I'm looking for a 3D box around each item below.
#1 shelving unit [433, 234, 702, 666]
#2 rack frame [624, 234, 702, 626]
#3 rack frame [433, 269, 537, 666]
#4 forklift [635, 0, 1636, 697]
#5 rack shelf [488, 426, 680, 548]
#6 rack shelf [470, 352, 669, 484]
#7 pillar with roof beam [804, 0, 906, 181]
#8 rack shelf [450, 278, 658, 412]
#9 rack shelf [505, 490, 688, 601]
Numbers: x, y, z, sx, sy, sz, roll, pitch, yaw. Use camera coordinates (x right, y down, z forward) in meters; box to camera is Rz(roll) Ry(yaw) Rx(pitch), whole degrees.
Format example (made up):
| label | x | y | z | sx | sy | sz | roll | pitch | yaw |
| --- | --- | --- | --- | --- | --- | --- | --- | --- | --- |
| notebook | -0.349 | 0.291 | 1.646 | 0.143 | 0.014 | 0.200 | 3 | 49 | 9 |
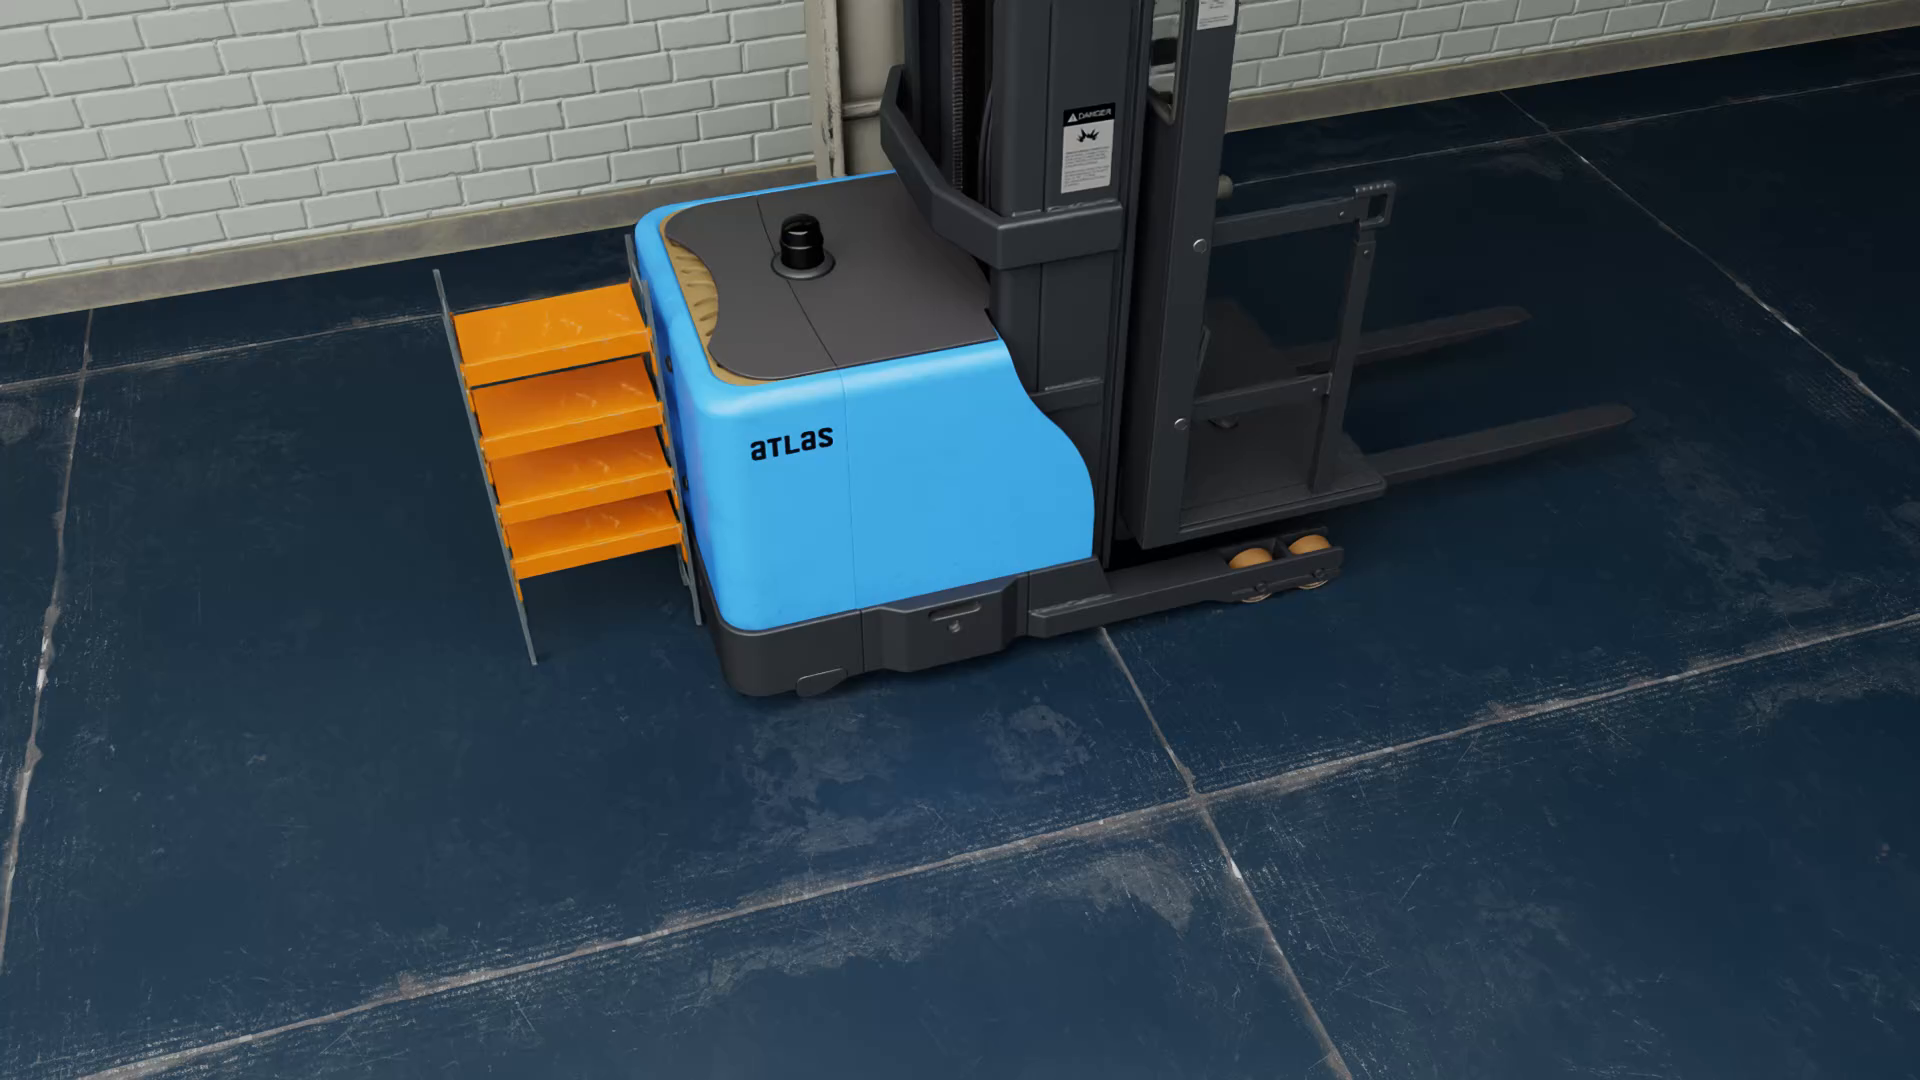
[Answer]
| label | x | y | z | sx | sy | sz | roll | pitch | yaw |
| --- | --- | --- | --- | --- | --- | --- | --- | --- | --- |
| shelving unit | -1.051 | -0.215 | 4.580 | 0.503 | 1.200 | 0.258 | -13 | 43 | -14 |
| rack frame | -0.821 | -0.270 | 4.638 | 0.015 | 1.200 | 0.240 | -13 | 43 | -14 |
| rack frame | -1.281 | -0.160 | 4.521 | 0.015 | 1.200 | 0.240 | -13 | 43 | -14 |
| forklift | 0.645 | -1.234 | 4.434 | 3.031 | 2.935 | 1.130 | -12 | 43 | -14 |
| rack shelf | -1.050 | -0.165 | 4.624 | 0.480 | 0.148 | 0.258 | -13 | 43 | -14 |
| rack shelf | -1.053 | -0.333 | 4.477 | 0.480 | 0.148 | 0.258 | -13 | 43 | -14 |
| pillar with roof beam | 0.931 | -2.075 | 0.786 | 0.400 | 9.000 | 9.100 | -12 | 42 | -13 |
| rack shelf | -1.055 | -0.510 | 4.320 | 0.480 | 0.148 | 0.258 | -13 | 43 | -14 |
| rack shelf | -1.048 | -0.016 | 4.756 | 0.480 | 0.148 | 0.258 | -13 | 43 | -14 |
